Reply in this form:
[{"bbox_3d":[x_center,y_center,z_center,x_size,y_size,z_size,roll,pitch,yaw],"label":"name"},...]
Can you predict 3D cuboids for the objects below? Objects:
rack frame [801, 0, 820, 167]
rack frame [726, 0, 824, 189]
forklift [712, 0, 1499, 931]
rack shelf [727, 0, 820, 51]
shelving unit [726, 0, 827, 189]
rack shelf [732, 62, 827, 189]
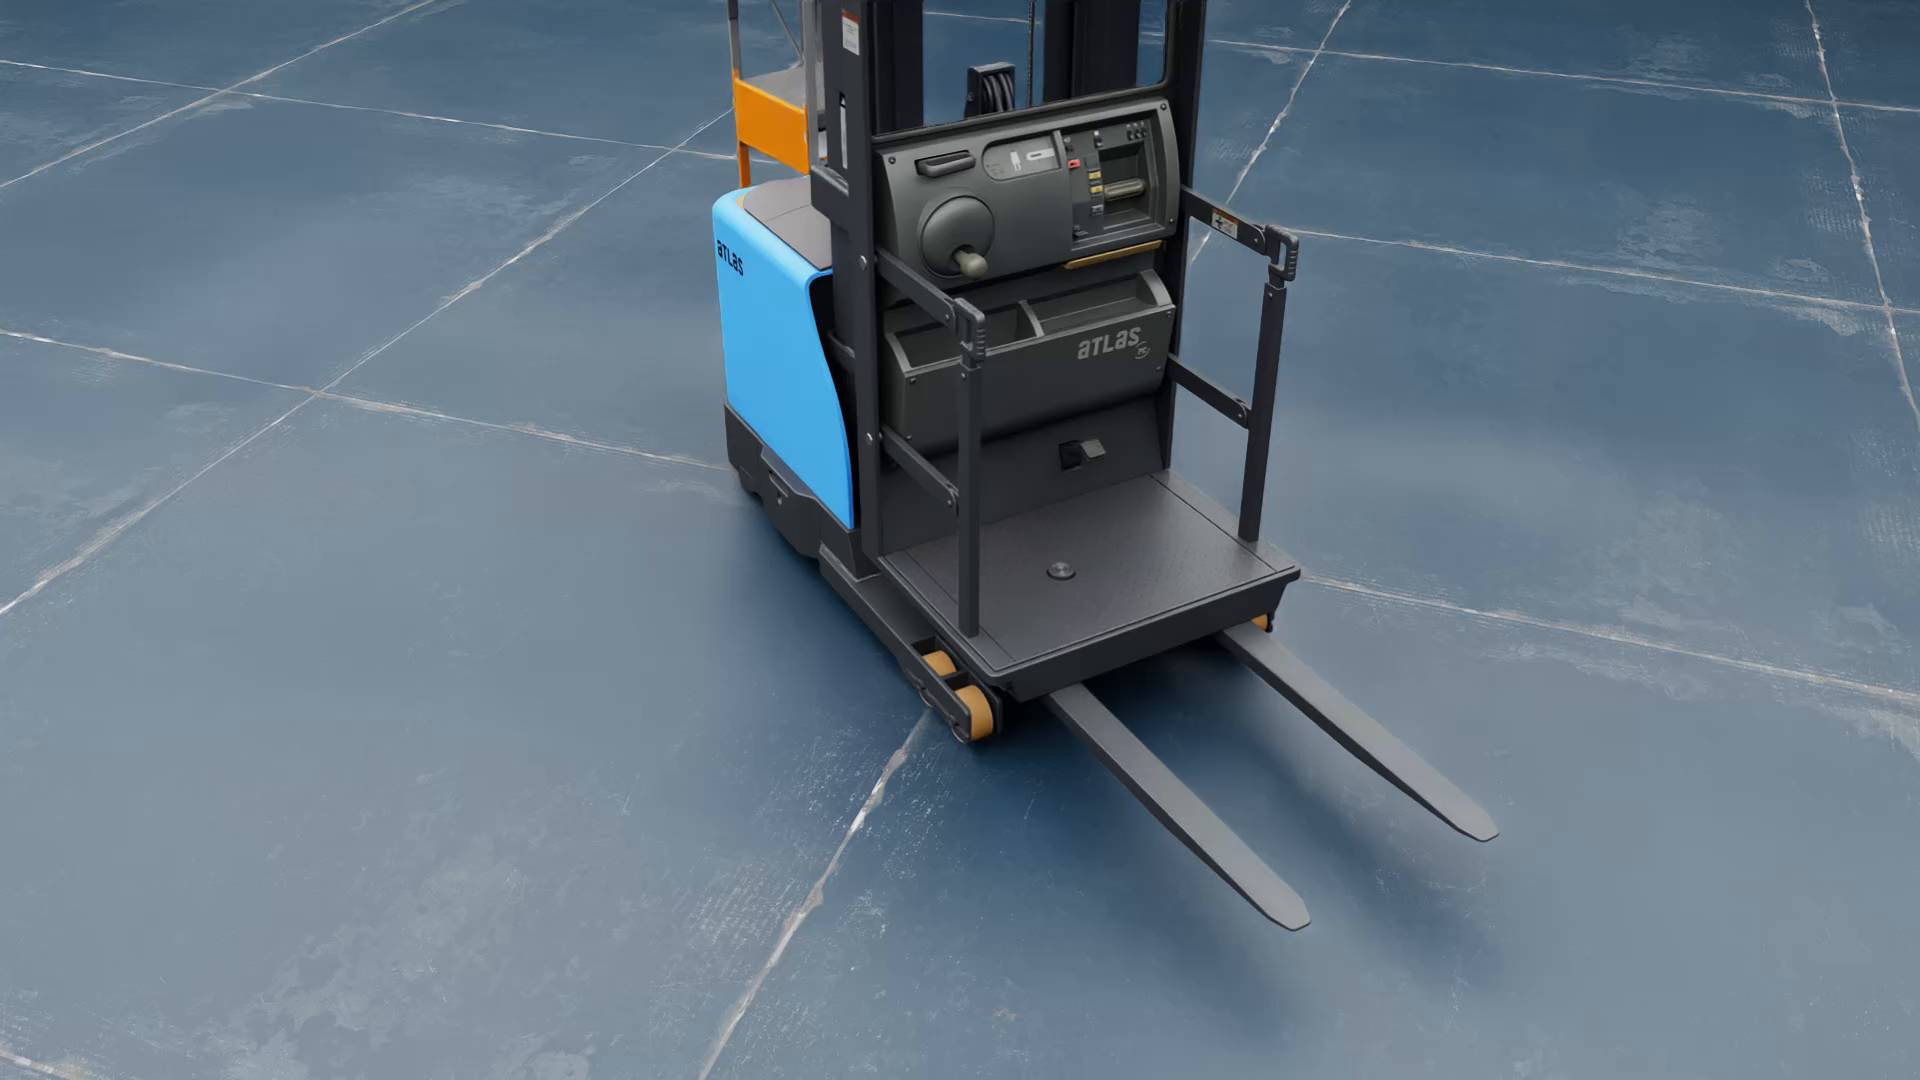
[{"bbox_3d":[-0.361,-1.340,5.889,0.400,2.100,0.015,-23,39,-31],"label":"rack frame"},{"bbox_3d":[-0.659,-1.549,6.213,0.400,2.100,0.015,-23,39,-31],"label":"rack frame"},{"bbox_3d":[0.321,-0.927,4.483,1.130,2.935,3.031,-17,37,-25],"label":"forklift"},{"bbox_3d":[-0.510,-2.021,5.679,0.431,0.518,0.480,-23,39,-31],"label":"rack shelf"},{"bbox_3d":[-0.510,-1.444,6.051,0.431,2.100,0.503,-23,39,-31],"label":"shelving unit"},{"bbox_3d":[-0.510,-1.433,6.059,0.431,0.518,0.480,-23,39,-31],"label":"rack shelf"}]
